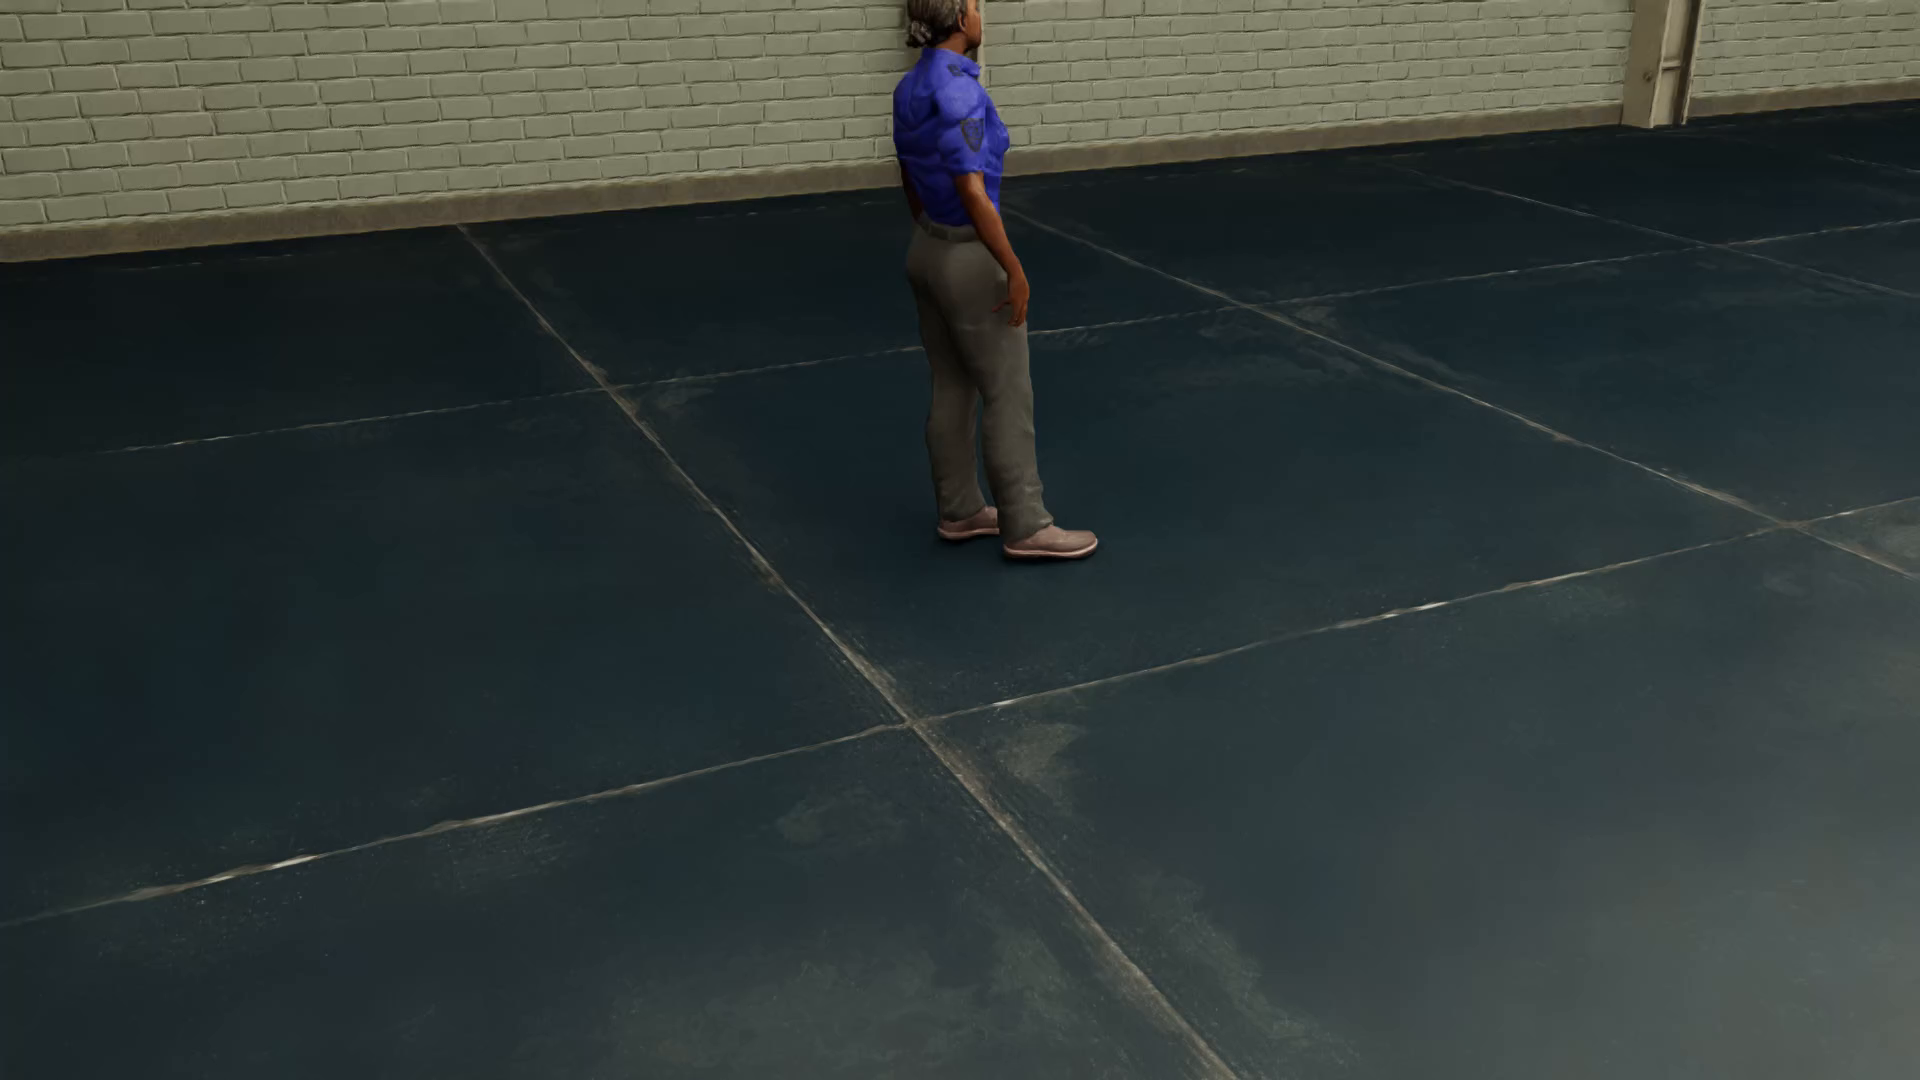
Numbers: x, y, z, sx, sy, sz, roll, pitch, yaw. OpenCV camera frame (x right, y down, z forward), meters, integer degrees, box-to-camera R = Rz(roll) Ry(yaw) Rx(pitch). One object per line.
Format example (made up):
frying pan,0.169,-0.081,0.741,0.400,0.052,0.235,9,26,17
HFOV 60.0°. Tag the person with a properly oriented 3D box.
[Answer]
person,0.088,-0.778,4.805,0.503,1.654,0.570,-10,25,-23
